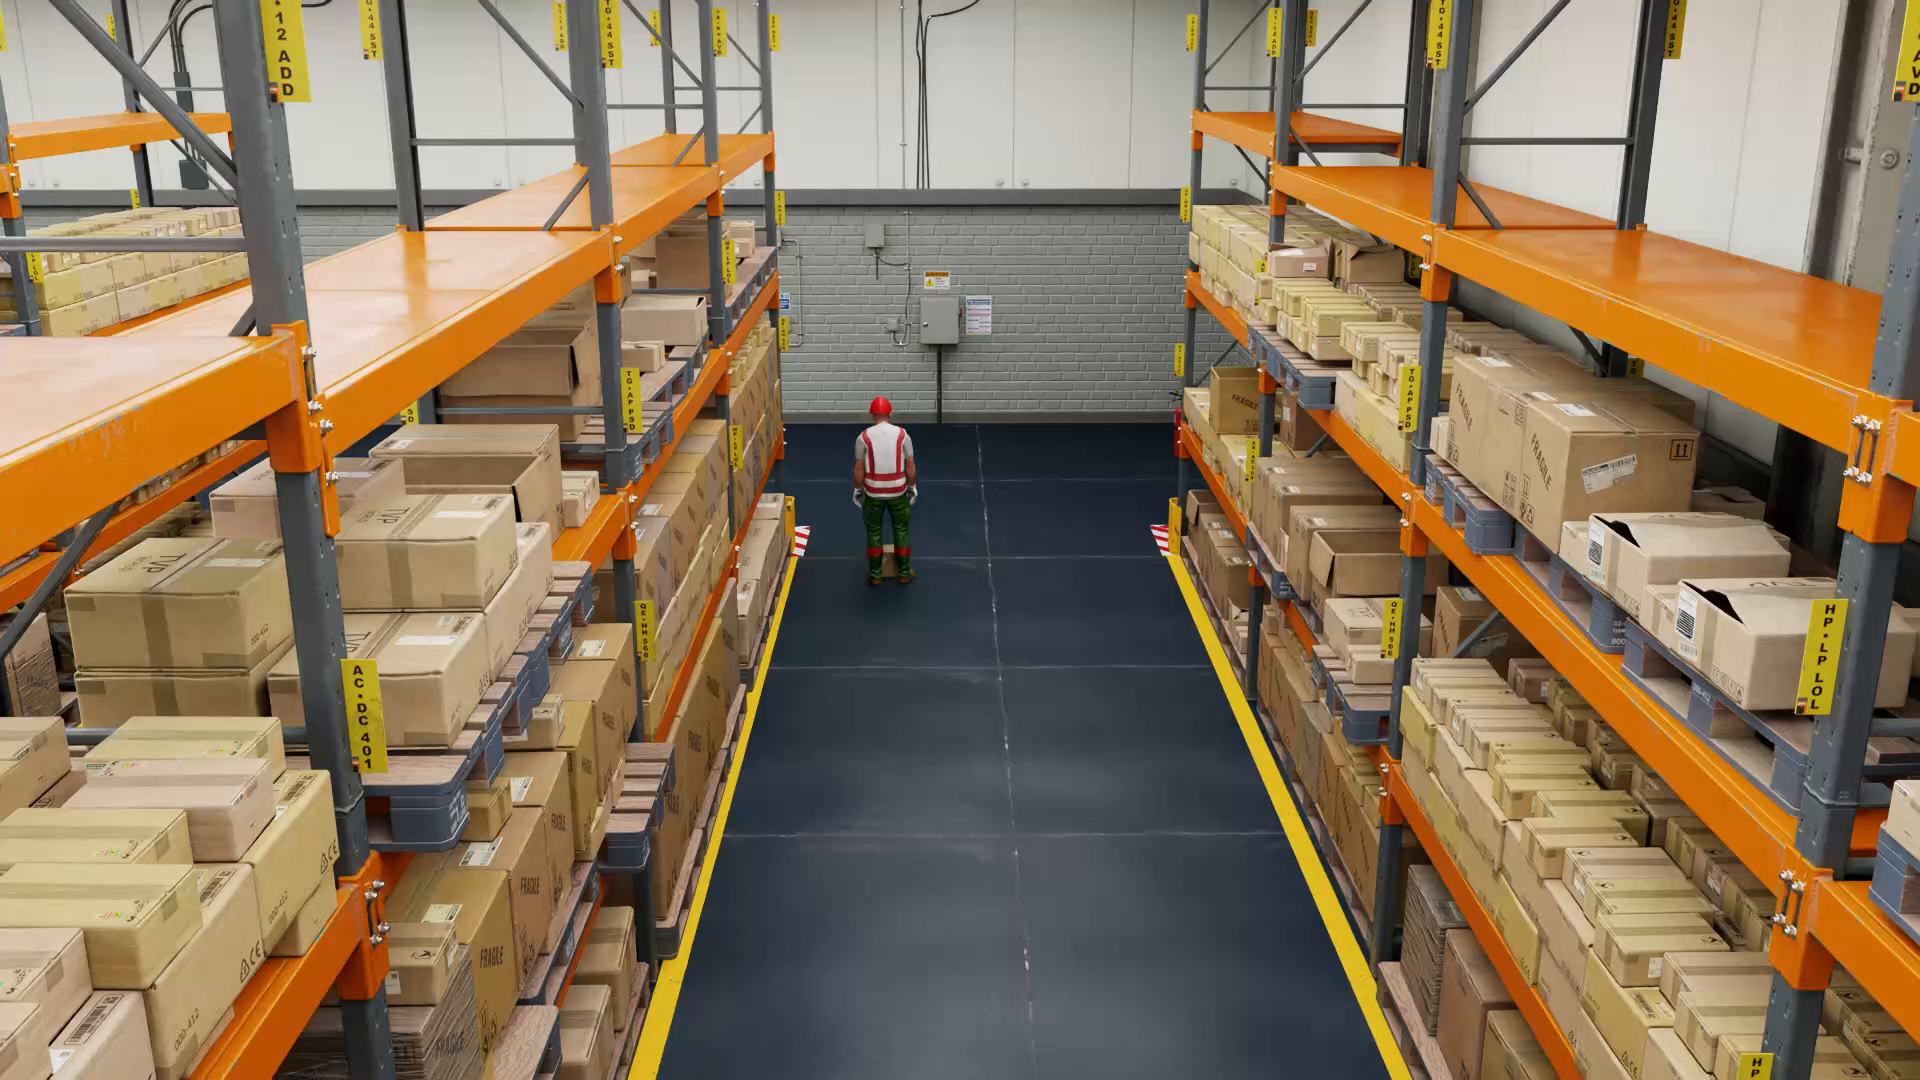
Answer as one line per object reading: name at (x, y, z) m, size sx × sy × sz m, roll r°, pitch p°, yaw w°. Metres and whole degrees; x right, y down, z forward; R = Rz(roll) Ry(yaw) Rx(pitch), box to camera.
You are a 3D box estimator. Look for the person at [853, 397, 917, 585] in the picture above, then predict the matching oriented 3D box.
person at (-0.703, -0.461, 15.627) m, size 0.610 × 1.777 × 0.451 m, roll -2°, pitch 17°, yaw -6°
